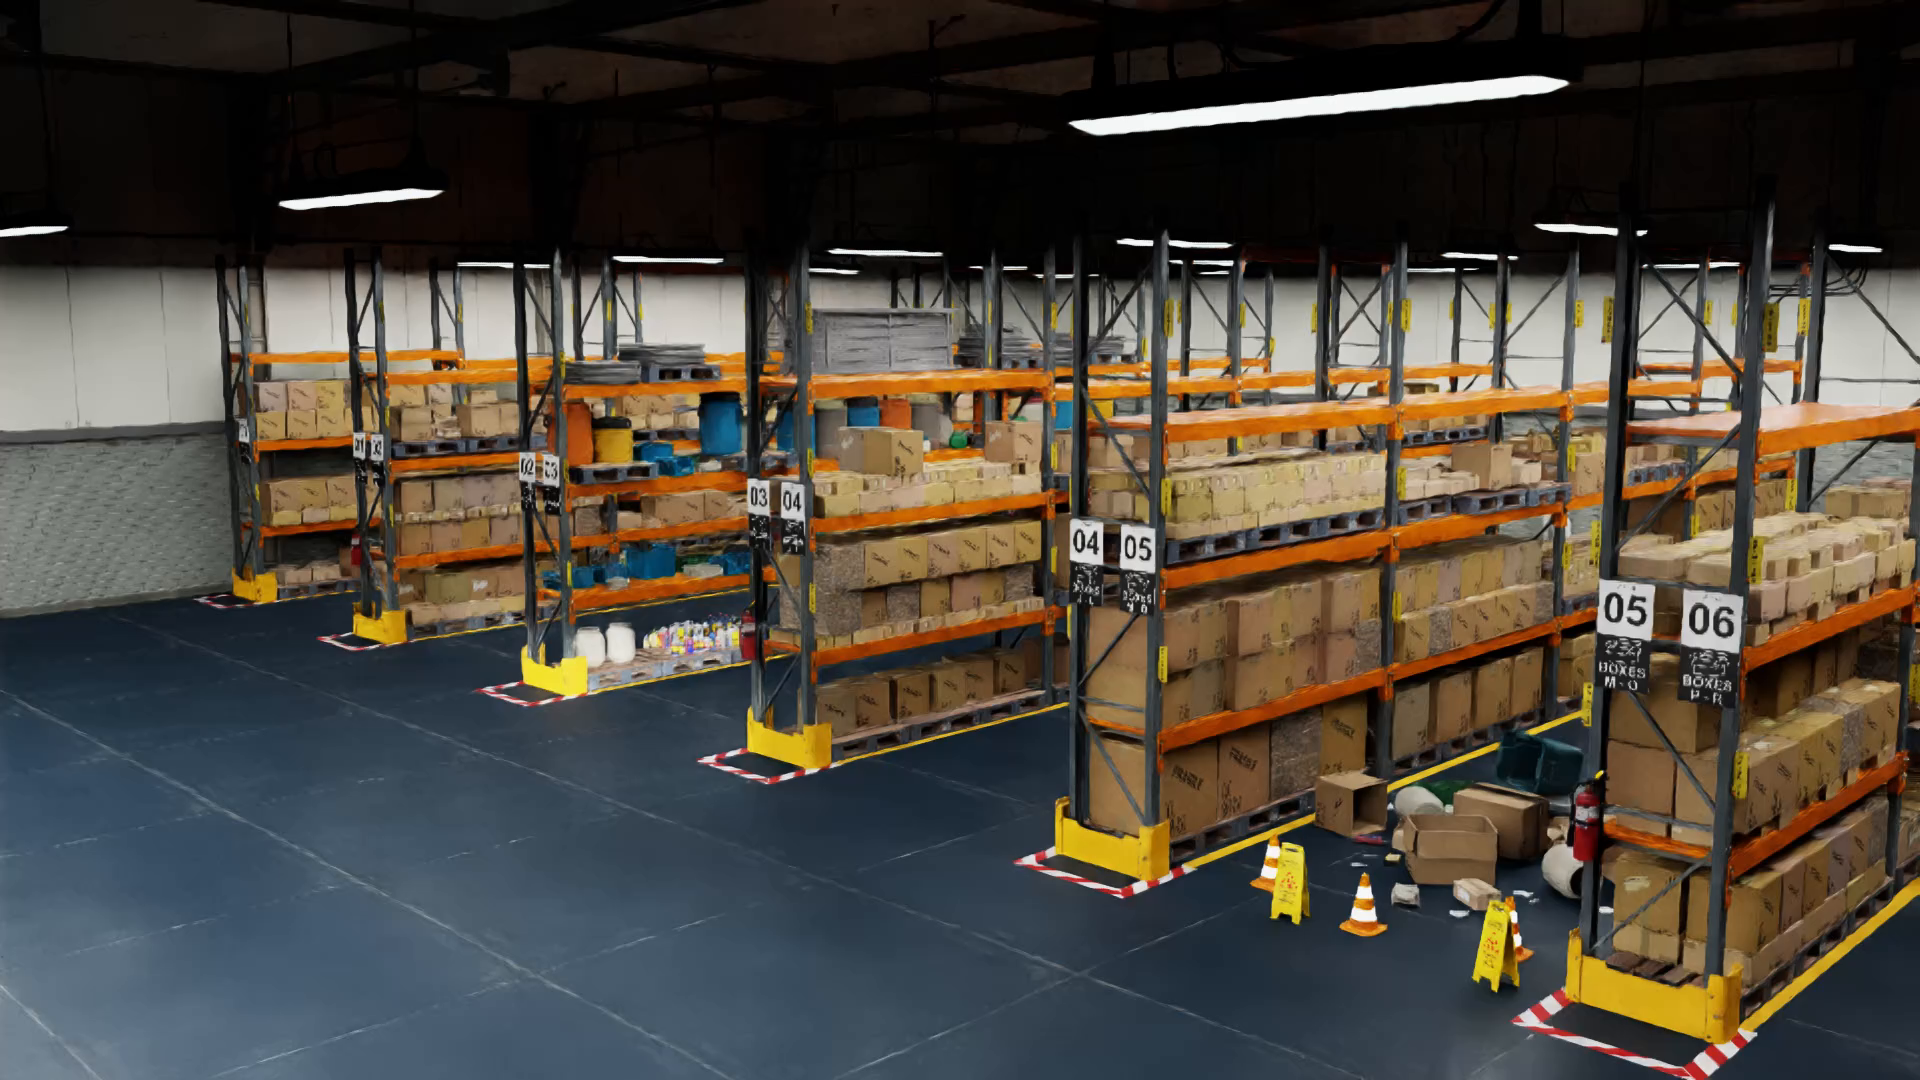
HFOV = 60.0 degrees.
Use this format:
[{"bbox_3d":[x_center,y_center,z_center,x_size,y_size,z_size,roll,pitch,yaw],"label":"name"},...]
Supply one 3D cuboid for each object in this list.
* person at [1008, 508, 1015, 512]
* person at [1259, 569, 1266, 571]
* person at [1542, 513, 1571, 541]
[{"bbox_3d":[1.136,-0.397,33.229,0.563,1.707,1.127,7,11,42],"label":"person"},{"bbox_3d":[4.099,1.152,22.731,0.406,1.600,0.468,2,8,14],"label":"person"},{"bbox_3d":[10.493,0.155,29.353,0.604,1.724,1.109,8,11,43],"label":"person"}]
